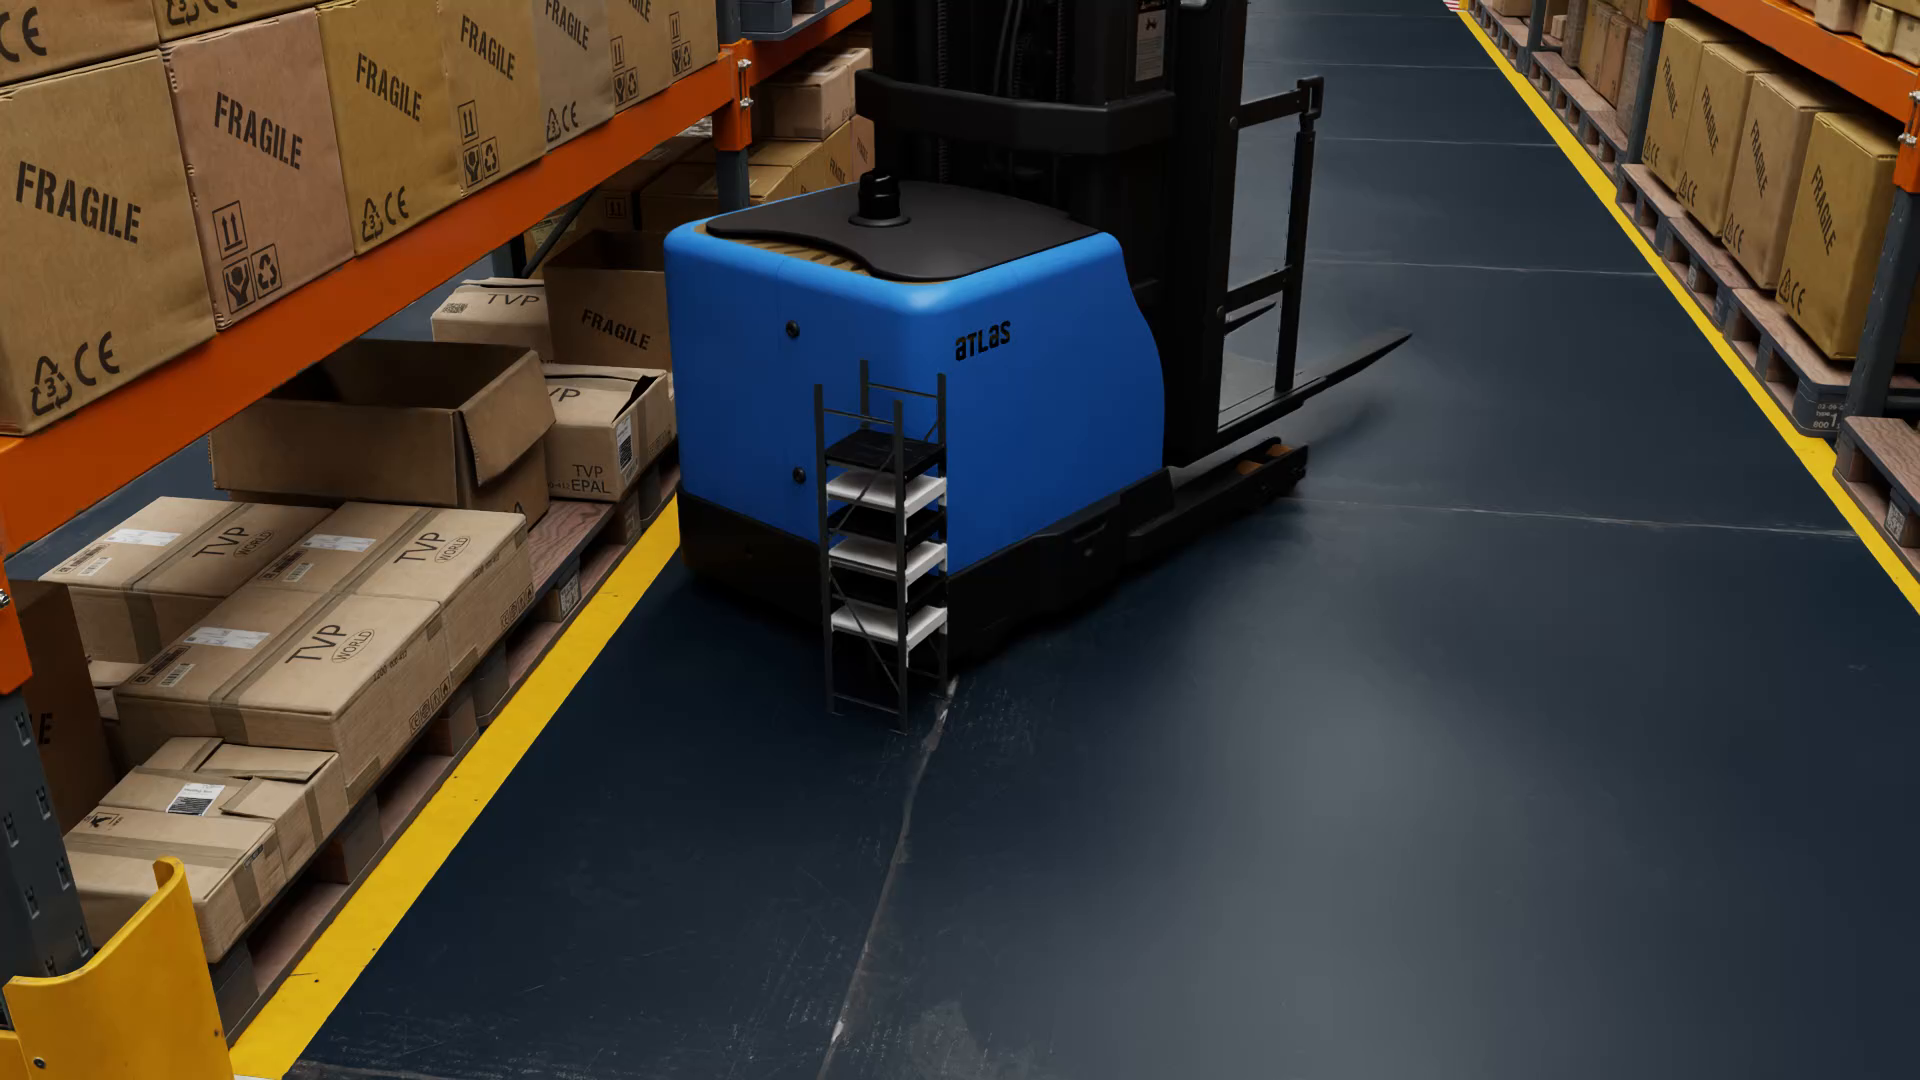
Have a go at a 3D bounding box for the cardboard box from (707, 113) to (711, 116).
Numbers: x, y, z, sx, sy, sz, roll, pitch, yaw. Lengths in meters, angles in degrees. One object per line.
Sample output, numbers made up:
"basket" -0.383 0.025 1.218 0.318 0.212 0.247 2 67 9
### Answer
"cardboard box" -1.235 -1.885 8.168 0.500 0.500 0.500 3 25 7

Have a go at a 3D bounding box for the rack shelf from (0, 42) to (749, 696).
"rack shelf" -1.612 -0.800 4.270 1.077 0.370 4.000 4 25 9

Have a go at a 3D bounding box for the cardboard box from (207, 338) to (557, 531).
"cardboard box" -1.587 -0.245 4.661 0.797 0.503 0.637 4 25 9

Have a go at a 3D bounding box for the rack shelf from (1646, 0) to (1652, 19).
"rack shelf" 4.583 -3.804 10.688 1.077 0.370 4.000 4 25 9

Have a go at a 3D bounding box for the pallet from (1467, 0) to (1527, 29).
"pallet" 5.384 -5.008 15.699 1.003 0.211 1.213 4 25 9

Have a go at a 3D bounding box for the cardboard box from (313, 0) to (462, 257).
"cardboard box" -1.442 -0.928 3.576 0.500 0.500 0.500 4 25 8

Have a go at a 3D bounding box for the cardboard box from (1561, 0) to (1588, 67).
"cardboard box" 4.806 -3.725 12.099 0.700 0.500 0.500 5 26 10

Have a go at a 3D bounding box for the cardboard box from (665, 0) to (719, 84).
"cardboard box" -1.113 -1.781 5.399 0.500 0.500 0.500 4 25 9

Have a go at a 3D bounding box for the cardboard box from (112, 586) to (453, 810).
"cardboard box" -1.488 0.340 3.711 0.500 0.250 0.500 4 25 9

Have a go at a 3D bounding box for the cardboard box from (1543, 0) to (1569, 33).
"cardboard box" 5.040 -4.471 13.693 0.500 0.500 0.500 2 25 5

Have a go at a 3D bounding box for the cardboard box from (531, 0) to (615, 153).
"cardboard box" -1.278 -1.350 4.478 0.500 0.500 0.500 5 25 10

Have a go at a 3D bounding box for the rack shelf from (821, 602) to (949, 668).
"rack shelf" -0.189 0.218 4.225 0.258 0.077 0.200 13 28 26

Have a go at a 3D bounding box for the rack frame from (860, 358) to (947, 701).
"rack frame" -0.140 -0.013 4.215 0.240 0.900 0.006 13 28 26

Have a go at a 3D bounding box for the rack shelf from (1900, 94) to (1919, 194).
"rack shelf" 3.276 -0.459 3.540 1.077 0.370 4.000 4 25 9

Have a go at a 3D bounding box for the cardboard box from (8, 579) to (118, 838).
"cardboard box" -2.093 0.399 3.289 0.500 0.500 0.500 4 25 9

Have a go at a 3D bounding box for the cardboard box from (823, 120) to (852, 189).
"cardboard box" -0.800 -1.647 7.661 0.500 0.500 0.500 4 25 9

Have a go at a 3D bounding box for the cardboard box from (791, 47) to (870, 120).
"cardboard box" -0.721 -2.183 7.920 0.500 0.250 0.500 4 25 8

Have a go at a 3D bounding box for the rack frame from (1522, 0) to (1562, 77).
"rack frame" 4.910 -4.967 12.323 1.000 3.000 0.127 4 25 9

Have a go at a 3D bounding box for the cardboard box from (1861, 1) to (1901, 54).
"cardboard box" 3.397 -1.784 5.796 0.380 0.149 0.250 4 25 9

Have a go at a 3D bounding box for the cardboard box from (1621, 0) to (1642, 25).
"cardboard box" 4.557 -3.455 10.638 0.500 0.250 0.500 4 25 8

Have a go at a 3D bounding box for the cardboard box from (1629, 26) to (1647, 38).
"cardboard box" 4.522 -2.873 10.279 0.700 0.500 0.500 4 25 8

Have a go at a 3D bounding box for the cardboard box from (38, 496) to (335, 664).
"cardboard box" -1.908 0.117 4.187 0.500 0.250 0.500 4 25 9

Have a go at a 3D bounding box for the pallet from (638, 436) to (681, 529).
"pallet" -1.398 -0.412 5.882 1.003 0.211 1.213 4 25 9

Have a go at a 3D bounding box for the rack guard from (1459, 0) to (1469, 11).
"rack guard" 5.552 -5.476 16.359 1.175 0.500 0.348 4 25 9

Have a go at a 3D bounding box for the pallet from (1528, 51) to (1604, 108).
"pallet" 4.784 -3.378 12.218 1.003 0.211 1.213 4 25 9

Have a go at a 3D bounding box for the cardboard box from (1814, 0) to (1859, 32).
"cardboard box" 3.469 -2.004 6.266 0.380 0.149 0.250 4 25 9

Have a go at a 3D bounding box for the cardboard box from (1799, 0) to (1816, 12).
"cardboard box" 3.630 -2.205 6.696 0.380 0.149 0.250 3 25 7

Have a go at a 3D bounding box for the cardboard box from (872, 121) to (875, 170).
"cardboard box" -0.637 -2.079 8.582 0.500 0.500 0.500 3 25 7

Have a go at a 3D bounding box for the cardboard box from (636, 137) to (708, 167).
"cardboard box" -1.398 -1.462 7.265 0.500 0.500 0.500 4 25 9

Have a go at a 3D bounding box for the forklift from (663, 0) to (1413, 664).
"forklift" 0.515 -1.546 5.095 1.130 2.935 3.031 20 32 36

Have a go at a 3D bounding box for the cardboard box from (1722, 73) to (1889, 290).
"cardboard box" 3.723 -1.490 6.936 0.750 0.750 0.750 5 26 10

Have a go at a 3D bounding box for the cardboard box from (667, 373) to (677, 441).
"cardboard box" -1.100 -0.452 5.520 0.380 0.149 0.250 4 25 9

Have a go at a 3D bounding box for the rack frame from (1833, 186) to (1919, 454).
"rack frame" 3.603 -1.621 5.174 1.000 3.000 0.127 4 25 9

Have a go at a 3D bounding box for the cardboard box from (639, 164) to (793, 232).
"cardboard box" -0.965 -1.215 6.737 0.500 0.500 0.500 3 25 6

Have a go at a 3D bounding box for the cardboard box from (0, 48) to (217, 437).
"cardboard box" -1.606 -0.502 2.667 0.500 0.500 0.500 5 25 10

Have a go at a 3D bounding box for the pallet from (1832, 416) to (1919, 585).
"pallet" 3.401 -0.045 5.098 1.003 0.211 1.213 4 25 9

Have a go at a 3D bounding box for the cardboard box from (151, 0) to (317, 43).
"cardboard box" -1.528 -1.174 2.923 0.500 0.500 0.500 4 25 9

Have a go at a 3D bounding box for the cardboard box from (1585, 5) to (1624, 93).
"cardboard box" 4.648 -3.295 11.180 0.700 0.500 0.500 4 25 9

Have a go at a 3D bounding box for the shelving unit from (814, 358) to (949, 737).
"shelving unit" -0.189 0.025 4.135 0.258 0.900 0.210 13 28 26

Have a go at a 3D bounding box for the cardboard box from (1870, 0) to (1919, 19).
"cardboard box" 3.430 -2.020 5.536 0.500 0.500 0.500 4 25 8

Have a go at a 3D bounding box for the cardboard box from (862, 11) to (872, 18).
"cardboard box" -0.710 -3.288 10.823 0.500 0.311 0.500 4 25 8

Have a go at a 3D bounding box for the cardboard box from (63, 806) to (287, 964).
"cardboard box" -1.531 0.651 3.165 0.380 0.149 0.250 4 25 9

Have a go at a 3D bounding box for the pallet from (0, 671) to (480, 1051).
"pallet" -1.797 0.608 3.702 1.003 0.211 1.213 4 25 9

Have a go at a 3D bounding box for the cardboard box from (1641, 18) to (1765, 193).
"cardboard box" 4.007 -2.212 8.478 0.750 0.750 0.750 4 25 8

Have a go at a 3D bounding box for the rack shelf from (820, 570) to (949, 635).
"rack shelf" -0.189 0.137 4.187 0.258 0.077 0.200 13 28 26

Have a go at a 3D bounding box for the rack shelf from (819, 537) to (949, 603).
"rack shelf" -0.189 0.055 4.149 0.258 0.077 0.200 13 28 26

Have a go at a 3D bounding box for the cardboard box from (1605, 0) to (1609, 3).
"cardboard box" 4.738 -3.880 11.546 0.500 0.250 0.500 3 25 7

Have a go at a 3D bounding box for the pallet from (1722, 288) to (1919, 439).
"pallet" 3.655 -0.686 6.466 1.003 0.211 1.213 4 25 9

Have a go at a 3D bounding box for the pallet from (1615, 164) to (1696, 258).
"pallet" 4.053 -1.706 8.646 1.003 0.211 1.213 4 25 9
